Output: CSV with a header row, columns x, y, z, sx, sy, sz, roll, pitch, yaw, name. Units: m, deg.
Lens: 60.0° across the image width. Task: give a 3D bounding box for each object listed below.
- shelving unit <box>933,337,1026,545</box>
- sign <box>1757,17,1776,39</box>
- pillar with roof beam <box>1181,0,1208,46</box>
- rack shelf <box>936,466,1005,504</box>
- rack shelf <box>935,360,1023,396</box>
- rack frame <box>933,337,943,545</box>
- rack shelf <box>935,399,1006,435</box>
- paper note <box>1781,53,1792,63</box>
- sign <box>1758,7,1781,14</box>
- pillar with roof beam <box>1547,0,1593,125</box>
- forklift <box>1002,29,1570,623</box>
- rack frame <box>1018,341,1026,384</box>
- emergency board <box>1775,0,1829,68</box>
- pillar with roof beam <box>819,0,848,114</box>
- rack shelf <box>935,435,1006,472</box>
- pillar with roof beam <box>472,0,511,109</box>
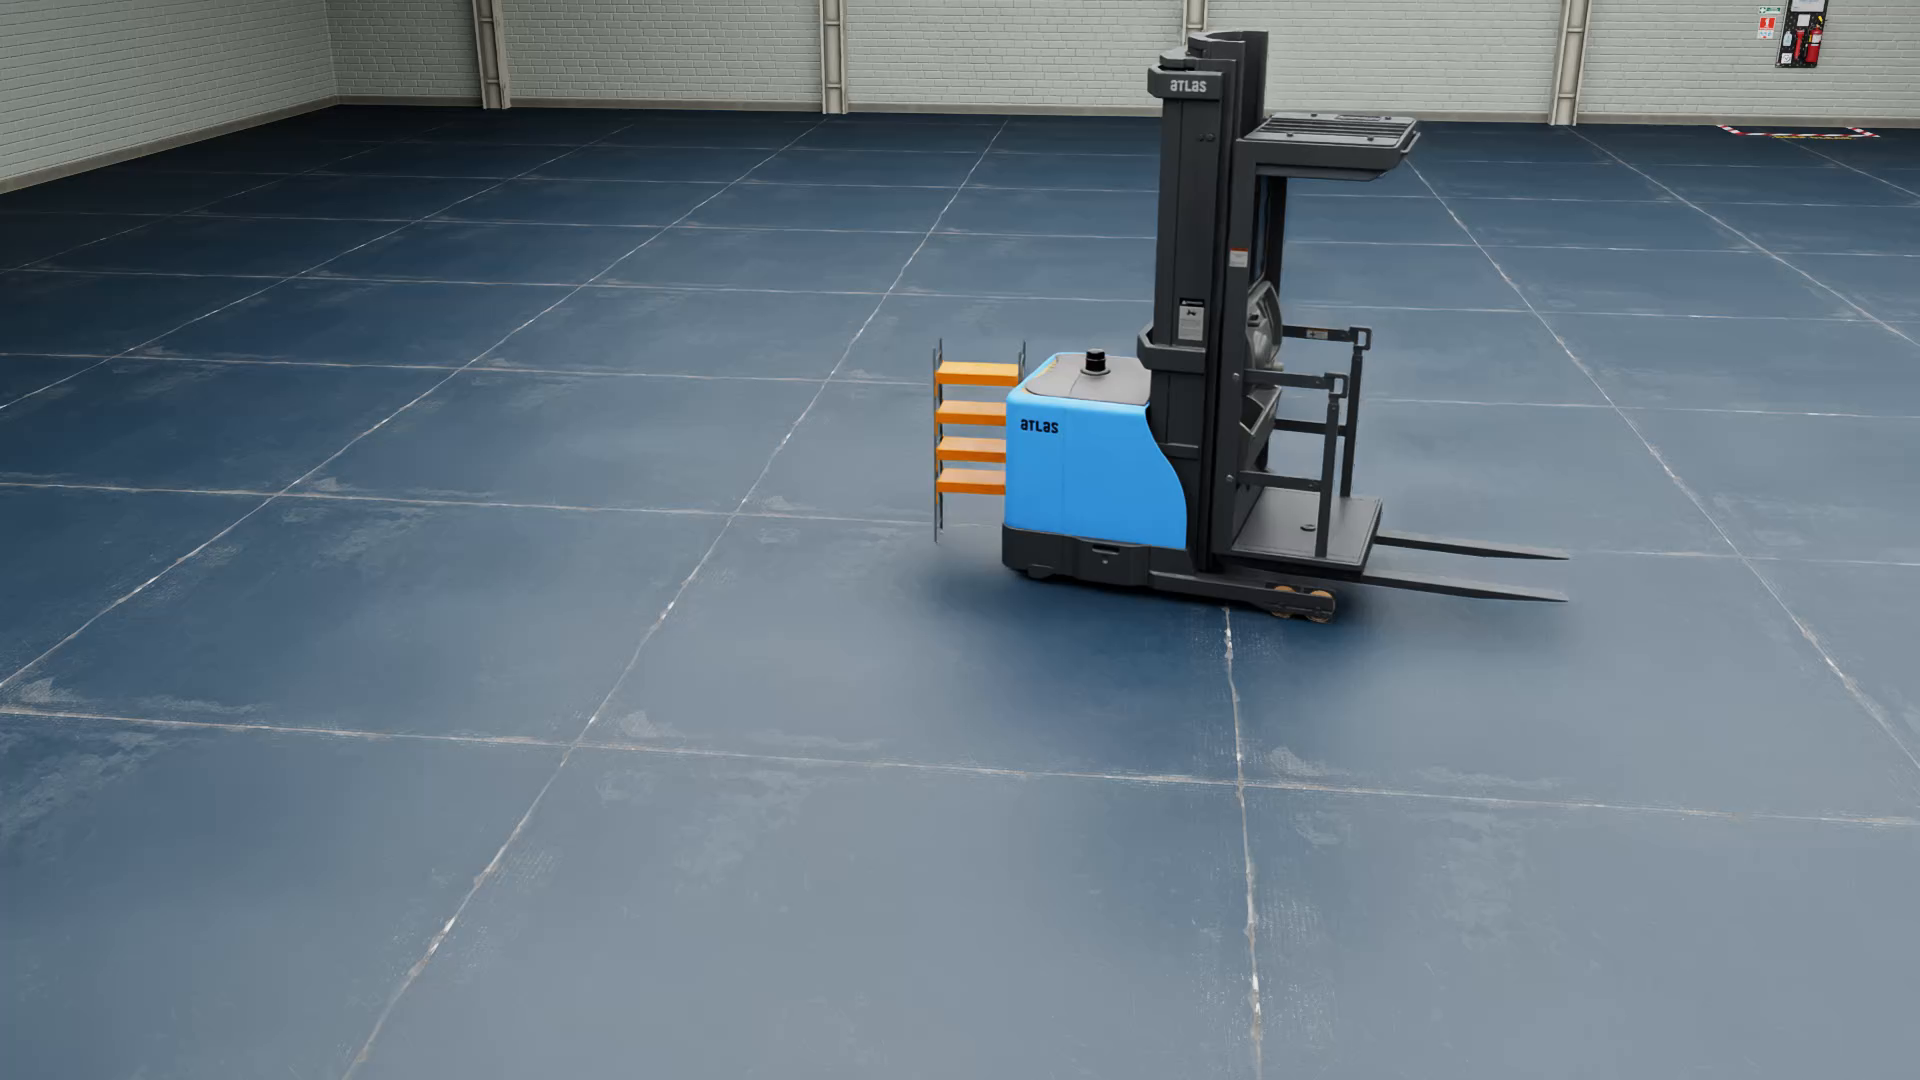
x,y,z,sx,sy,sz,roll,pitch,yaw,name
0.113,-0.561,9.726,0.503,1.200,0.258,3,22,8,shelving unit
12.764,-8.108,26.321,0.234,0.329,0.001,2,22,6,sign
3.328,-9.647,22.101,0.400,9.000,9.100,2,22,6,pillar with roof beam
0.113,-0.313,9.824,0.480,0.148,0.258,3,22,8,rack shelf
0.113,-0.926,9.581,0.480,0.148,0.258,3,22,8,rack shelf
-0.128,-0.574,9.760,0.015,1.200,0.240,3,22,8,rack frame
0.113,-0.706,9.668,0.480,0.148,0.258,3,22,8,rack shelf
13.134,-7.653,26.417,0.142,0.148,0.016,2,22,6,paper note
12.768,-8.351,26.215,0.331,0.109,0.001,2,22,6,sign
9.286,-9.387,21.444,0.400,9.000,9.100,2,22,6,pillar with roof beam
1.811,-1.145,8.849,3.031,2.935,1.130,7,23,18,forklift
0.354,-0.547,9.692,0.015,1.200,0.240,3,22,8,rack frame
13.301,-8.030,26.172,0.643,1.169,0.194,2,22,6,emergency board
-2.631,-9.906,22.757,0.400,9.000,9.100,2,22,6,pillar with roof beam
0.113,-0.498,9.751,0.480,0.148,0.258,3,22,8,rack shelf
-8.589,-10.166,23.414,0.400,9.000,9.100,2,22,6,pillar with roof beam
